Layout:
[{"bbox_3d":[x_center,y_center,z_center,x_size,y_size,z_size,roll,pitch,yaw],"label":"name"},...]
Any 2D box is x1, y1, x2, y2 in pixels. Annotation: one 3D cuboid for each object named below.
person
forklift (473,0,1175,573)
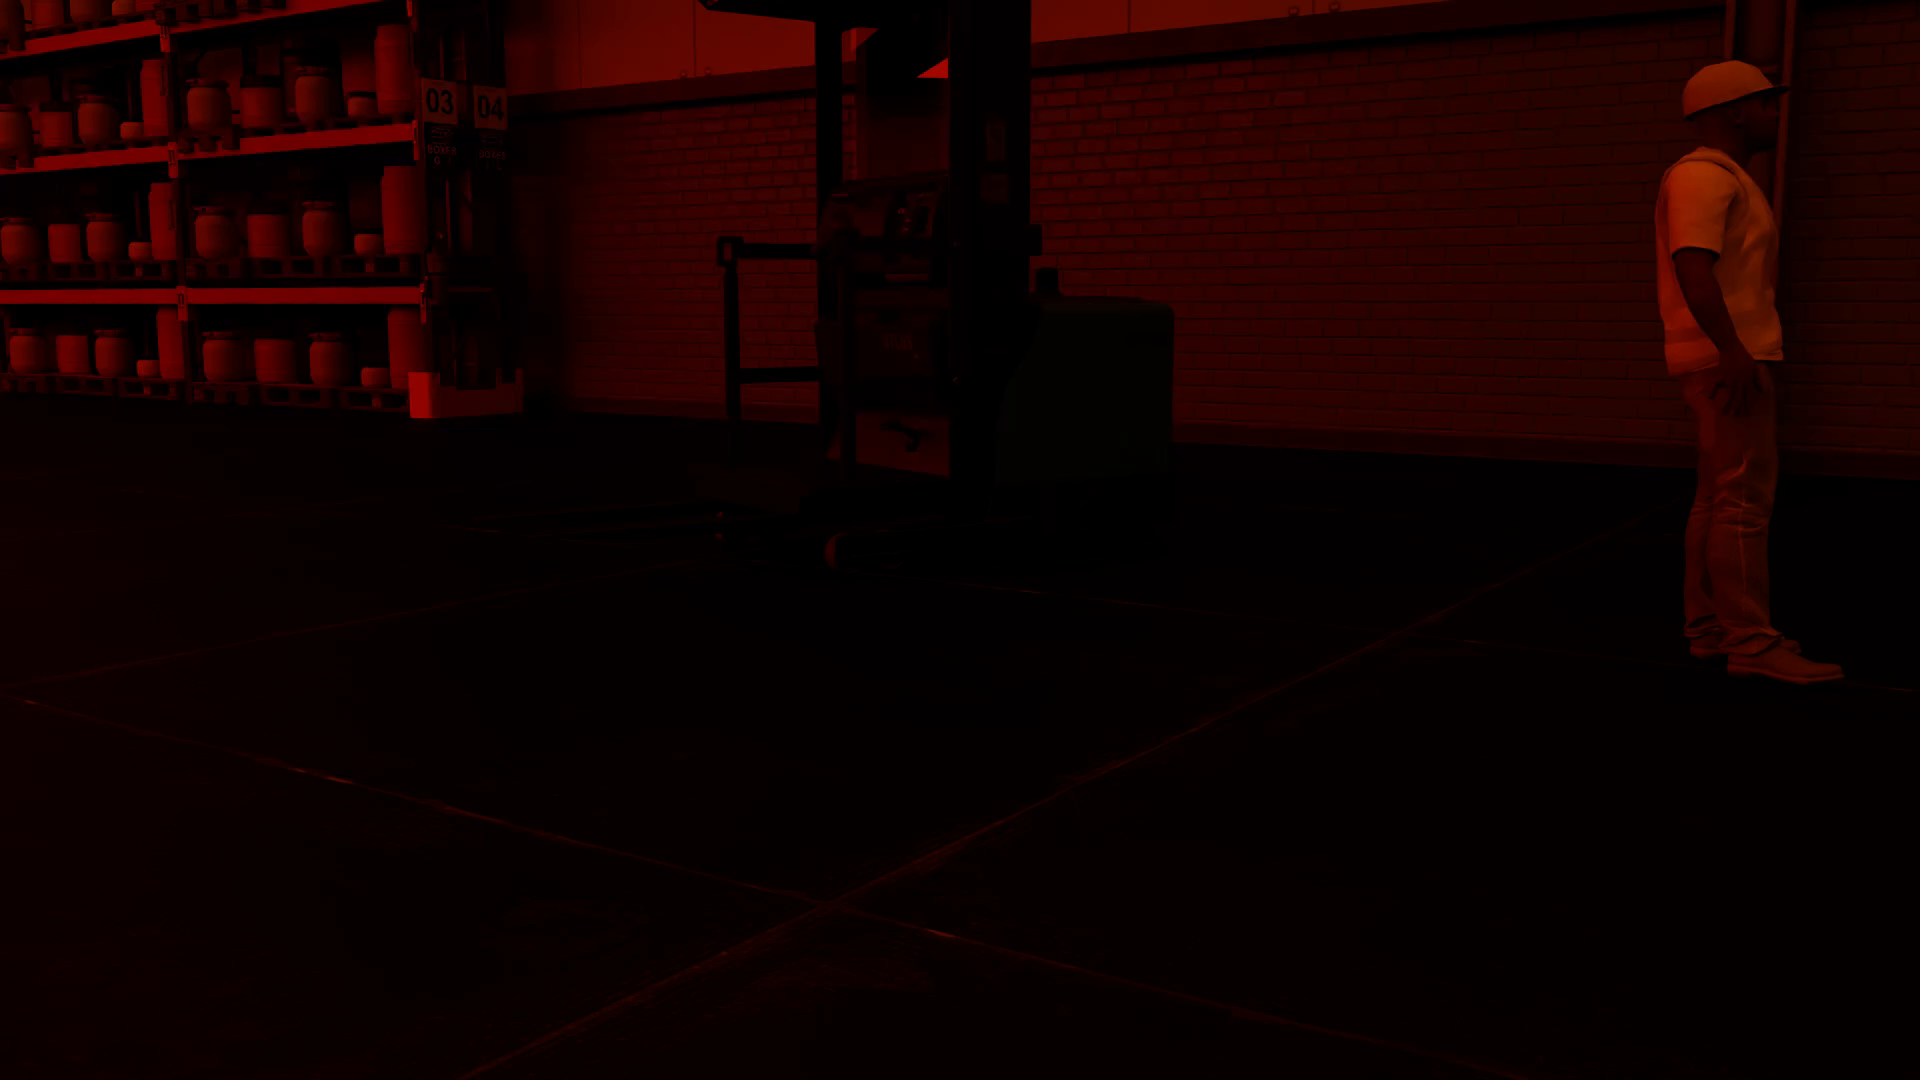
[{"bbox_3d":[2.330,-0.512,4.876,0.578,1.765,0.666,4,9,27],"label":"person"},{"bbox_3d":[-0.512,-1.401,7.045,3.031,2.935,1.130,-6,10,-34],"label":"forklift"}]
